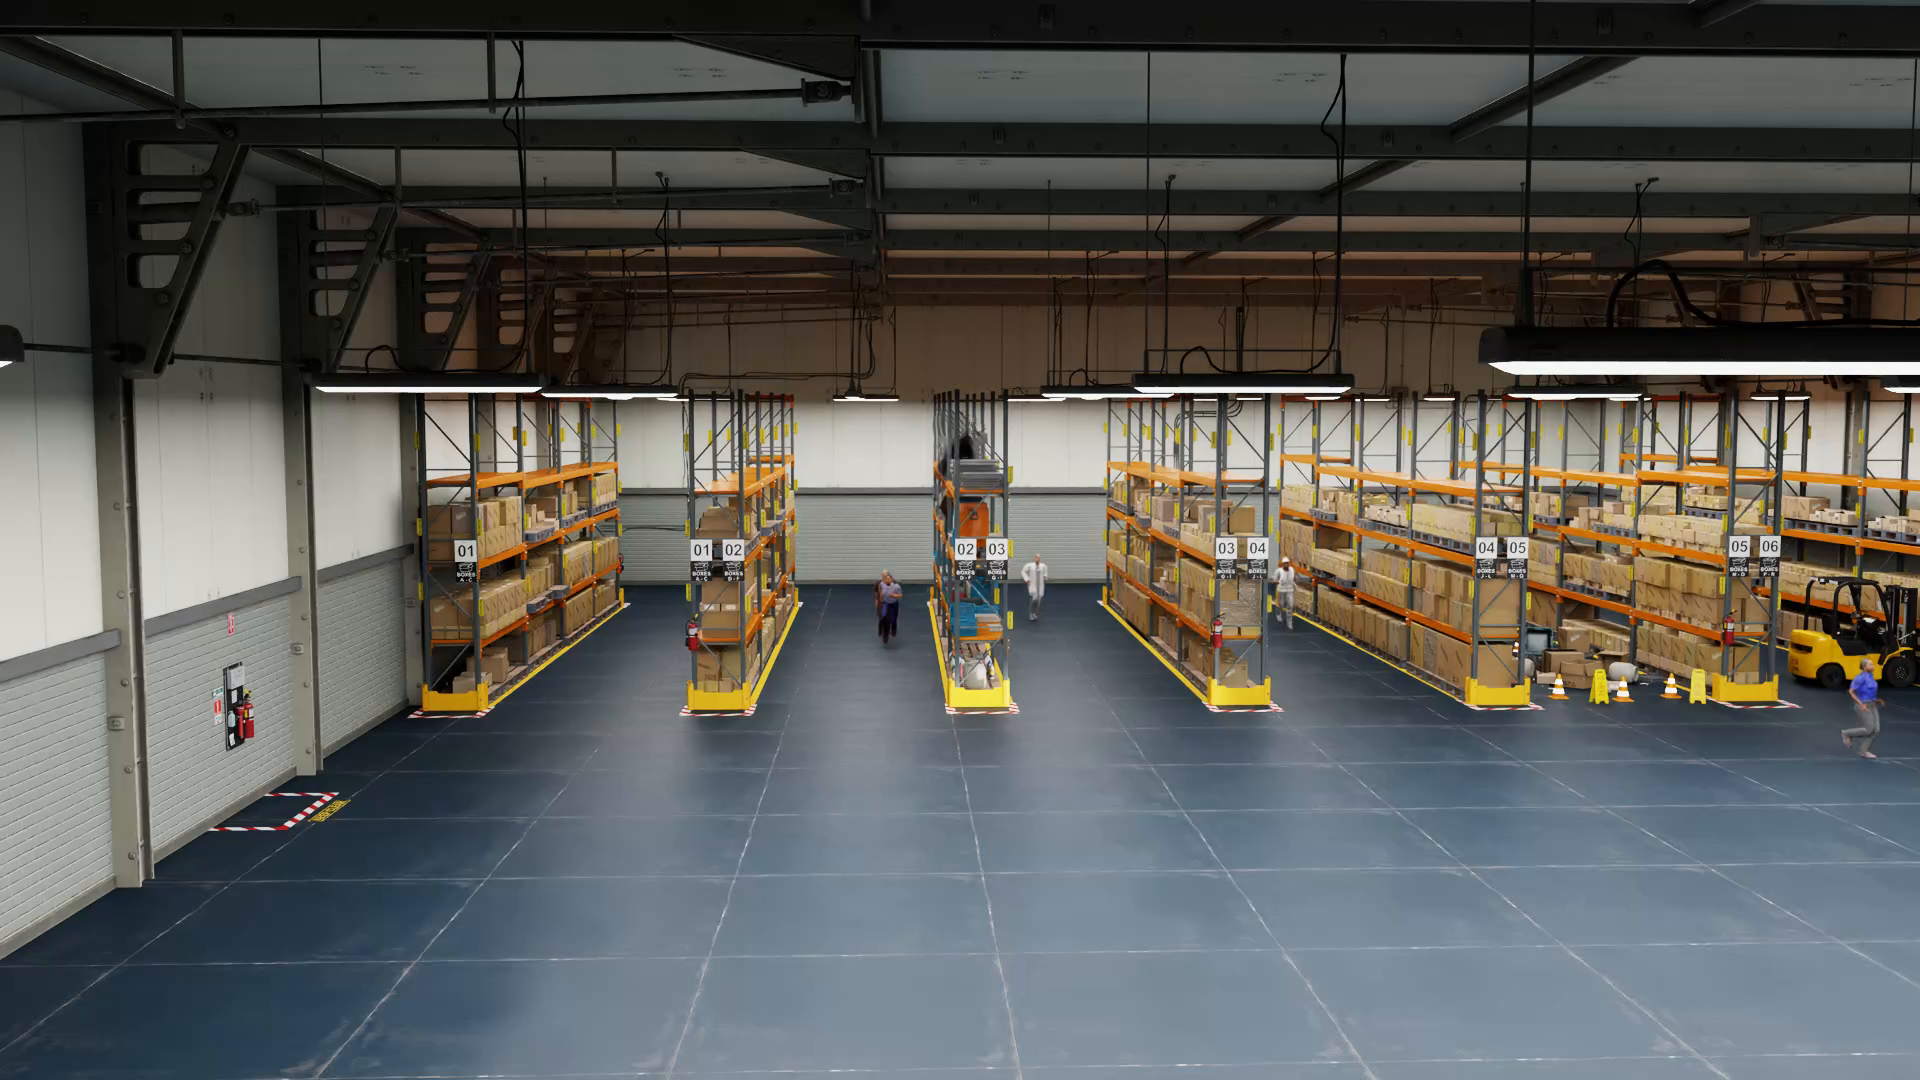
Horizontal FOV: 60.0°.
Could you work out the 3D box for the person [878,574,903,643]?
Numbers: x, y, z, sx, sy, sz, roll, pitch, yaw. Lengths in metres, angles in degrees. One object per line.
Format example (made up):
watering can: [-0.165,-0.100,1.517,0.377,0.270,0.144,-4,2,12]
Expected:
person: [-1.633,1.587,39.200,0.600,1.596,0.921,0,5,4]

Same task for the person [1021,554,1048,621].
person: [2.026,1.255,44.077,0.679,1.784,0.753,-1,5,-17]

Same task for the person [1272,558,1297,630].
person: [8.355,1.348,42.751,0.683,1.807,0.985,0,5,-5]

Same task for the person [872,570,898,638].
person: [-1.778,1.622,40.186,0.705,1.675,0.650,0,5,2]

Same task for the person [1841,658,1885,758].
person: [14.697,2.722,27.049,0.588,1.613,0.567,-3,6,-35]
